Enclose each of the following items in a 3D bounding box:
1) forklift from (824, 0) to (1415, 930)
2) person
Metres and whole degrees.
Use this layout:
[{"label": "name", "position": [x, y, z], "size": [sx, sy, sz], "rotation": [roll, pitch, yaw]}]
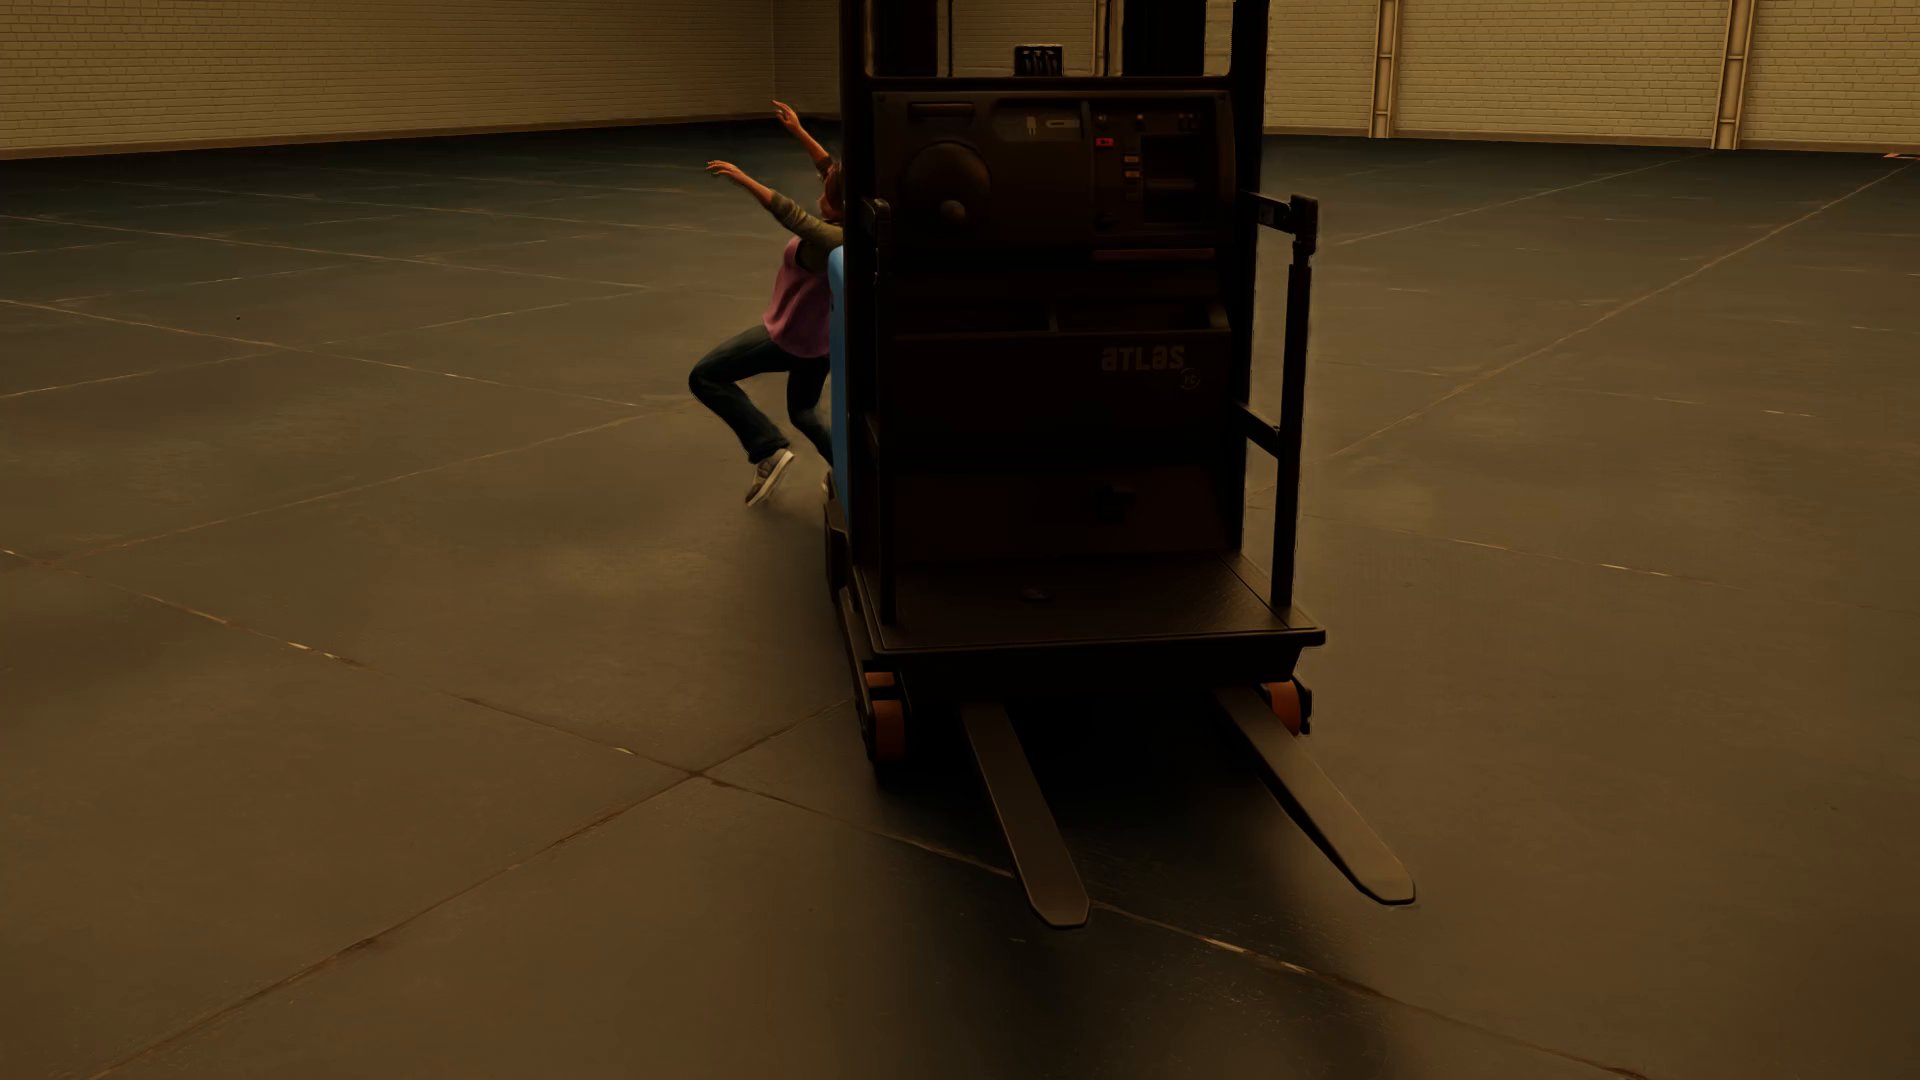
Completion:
[{"label": "forklift", "position": [0.275, -0.956, 4.031], "size": [1.130, 2.935, 3.031], "rotation": [-2, 17, -8]}, {"label": "person", "position": [-0.697, -0.831, 6.122], "size": [0.728, 1.505, 0.932], "rotation": [10, 19, 31]}]
